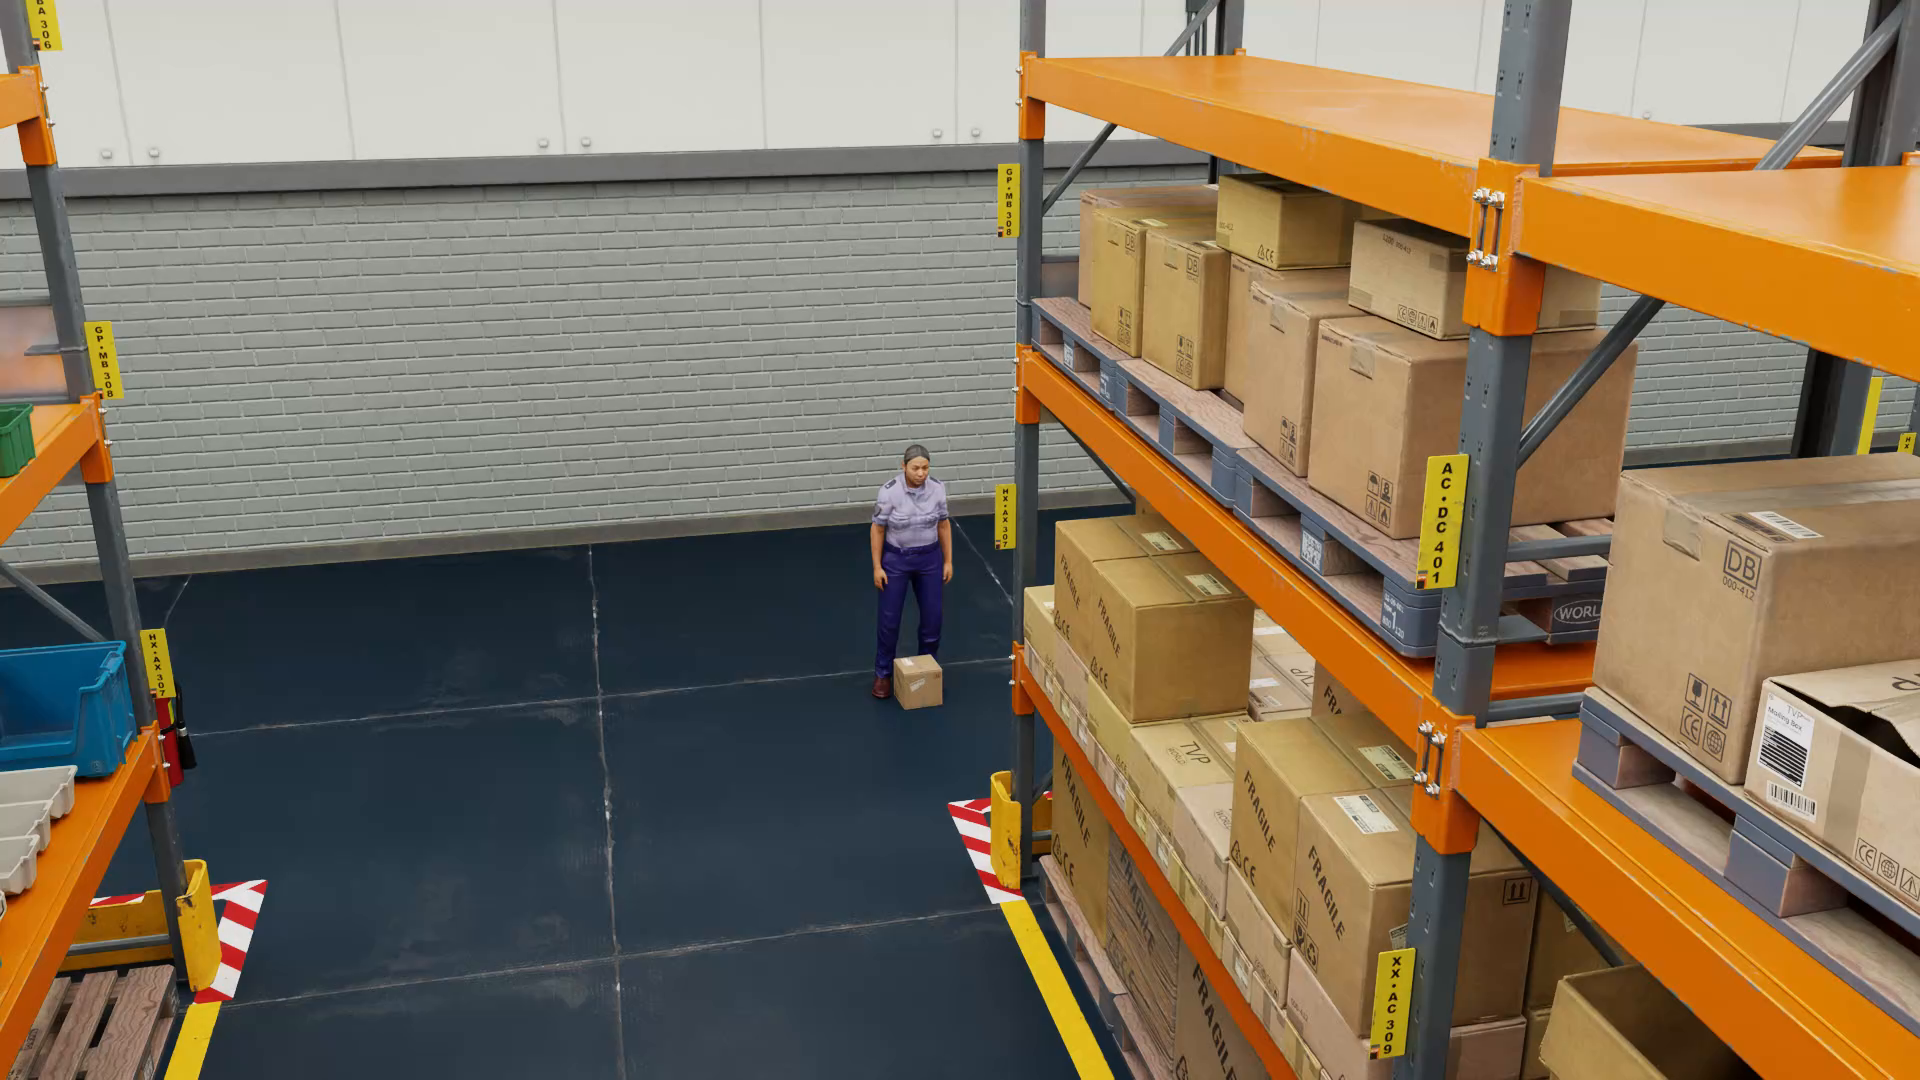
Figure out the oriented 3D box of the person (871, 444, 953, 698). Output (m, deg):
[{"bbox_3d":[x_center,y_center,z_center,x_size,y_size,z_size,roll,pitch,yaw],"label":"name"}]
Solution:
[{"bbox_3d":[-0.319,0.178,10.609,0.564,1.638,0.367,-6,21,-15],"label":"person"}]
